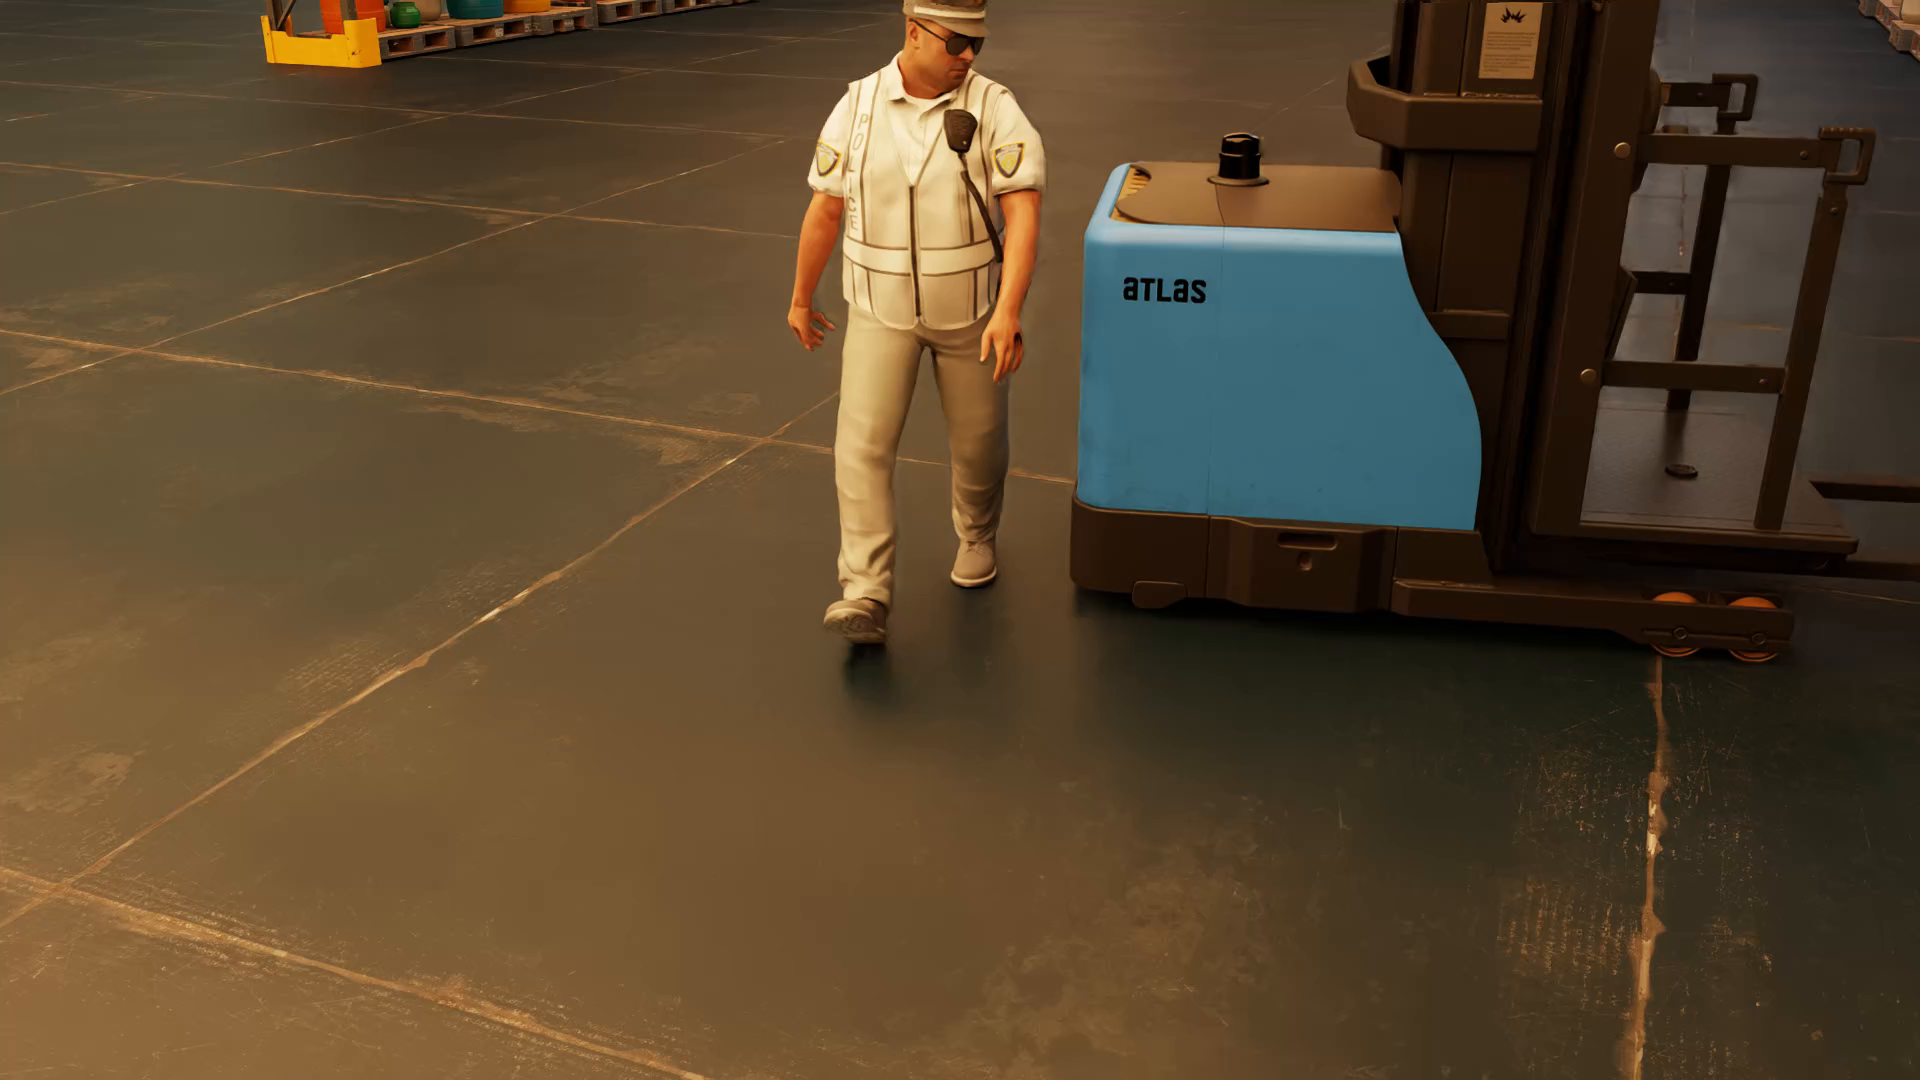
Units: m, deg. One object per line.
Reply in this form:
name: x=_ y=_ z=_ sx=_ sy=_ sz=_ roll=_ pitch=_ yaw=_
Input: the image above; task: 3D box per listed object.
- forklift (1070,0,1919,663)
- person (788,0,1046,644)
forklift: x=1.872 y=-1.254 z=4.294 sx=3.031 sy=2.935 sz=1.130 roll=4 pitch=23 yaw=9
person: x=-0.133 y=-0.579 z=4.307 sx=0.695 sy=1.690 sz=0.926 roll=1 pitch=23 yaw=3
